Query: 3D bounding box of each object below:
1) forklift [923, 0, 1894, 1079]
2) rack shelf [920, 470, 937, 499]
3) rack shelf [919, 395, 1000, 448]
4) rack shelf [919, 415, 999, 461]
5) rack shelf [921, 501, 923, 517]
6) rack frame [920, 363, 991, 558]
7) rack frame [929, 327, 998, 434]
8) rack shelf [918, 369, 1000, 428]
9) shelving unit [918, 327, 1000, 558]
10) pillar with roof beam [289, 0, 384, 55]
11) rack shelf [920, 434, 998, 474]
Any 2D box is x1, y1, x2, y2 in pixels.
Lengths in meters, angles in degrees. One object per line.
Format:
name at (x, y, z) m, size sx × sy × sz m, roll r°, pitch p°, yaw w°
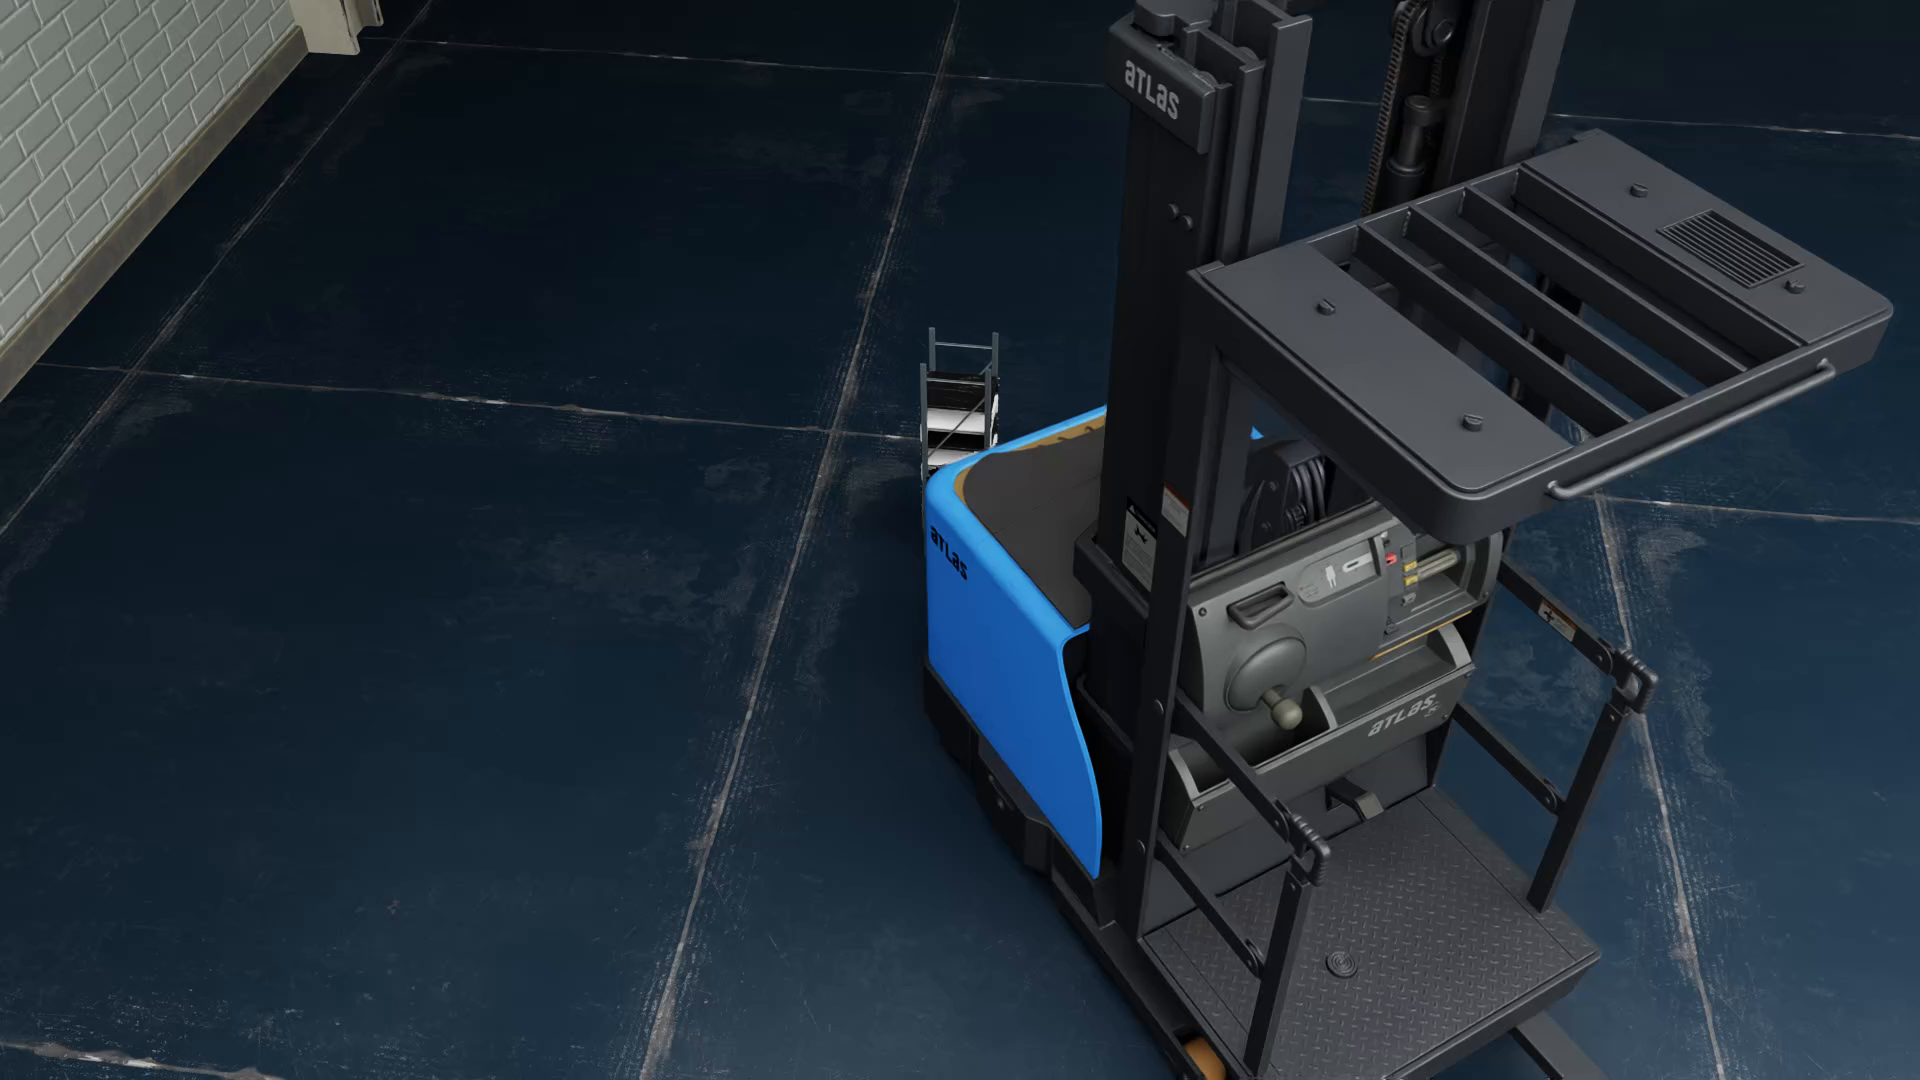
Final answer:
forklift at (1.054, 0.228, 3.877) m, size 1.130 × 2.935 × 3.031 m, roll -22°, pitch 48°, yaw -21°
rack shelf at (-0.001, -0.232, 6.020) m, size 0.258 × 0.077 × 0.200 m, roll 5°, pitch 44°, yaw 6°
rack shelf at (-0.001, -0.428, 5.834) m, size 0.258 × 0.077 × 0.200 m, roll 5°, pitch 44°, yaw 6°
rack shelf at (-0.001, -0.362, 5.896) m, size 0.258 × 0.077 × 0.200 m, roll 5°, pitch 44°, yaw 6°
rack shelf at (-0.001, -0.166, 6.081) m, size 0.258 × 0.077 × 0.200 m, roll 5°, pitch 44°, yaw 6°
rack frame at (-0.015, -0.252, 5.862) m, size 0.240 × 0.900 × 0.006 m, roll 5°, pitch 44°, yaw 6°
rack frame at (0.012, -0.391, 6.008) m, size 0.240 × 0.900 × 0.006 m, roll 5°, pitch 44°, yaw 6°
rack shelf at (-0.001, -0.493, 5.772) m, size 0.258 × 0.077 × 0.200 m, roll 5°, pitch 44°, yaw 6°
shelving unit at (-0.001, -0.321, 5.935) m, size 0.258 × 0.900 × 0.210 m, roll 5°, pitch 44°, yaw 6°
pillar with roof beam at (0.863, -5.659, 5.682) m, size 9.100 × 9.000 × 0.400 m, roll 5°, pitch 44°, yaw 6°
rack shelf at (-0.001, -0.297, 5.958) m, size 0.258 × 0.077 × 0.200 m, roll 5°, pitch 44°, yaw 6°
